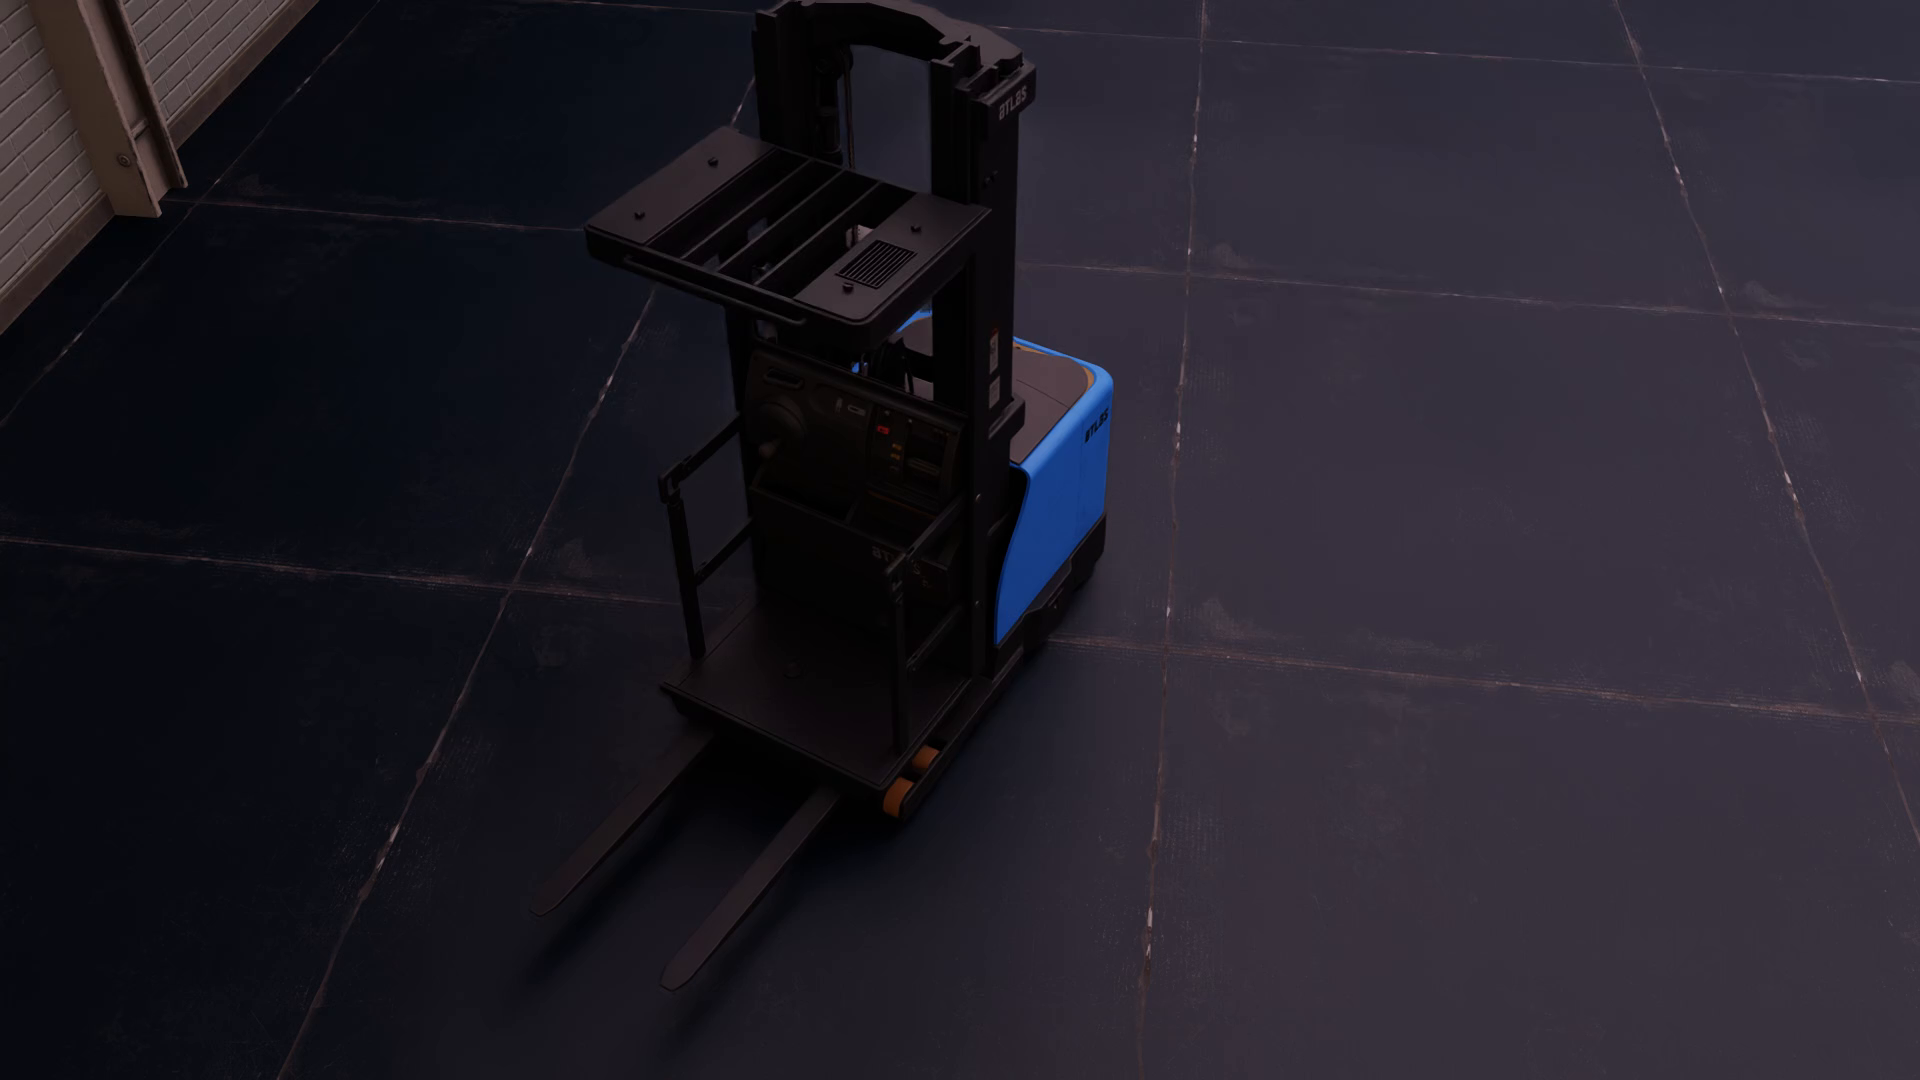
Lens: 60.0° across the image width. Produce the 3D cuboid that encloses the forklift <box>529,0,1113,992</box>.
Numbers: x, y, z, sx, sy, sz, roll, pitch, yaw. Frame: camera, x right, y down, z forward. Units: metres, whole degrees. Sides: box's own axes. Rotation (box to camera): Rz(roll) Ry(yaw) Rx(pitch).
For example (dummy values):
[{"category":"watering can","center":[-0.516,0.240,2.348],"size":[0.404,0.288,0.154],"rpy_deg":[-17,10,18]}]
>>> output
[{"category":"forklift","center":[-0.518,-0.324,6.077],"size":[1.130,2.935,3.031],"rpy_deg":[22,47,22]}]

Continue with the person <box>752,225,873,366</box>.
[{"category":"person","center":[-0.492,-1.038,7.982],"size":[0.958,1.500,1.101],"rpy_deg":[-12,44,-13]}]
